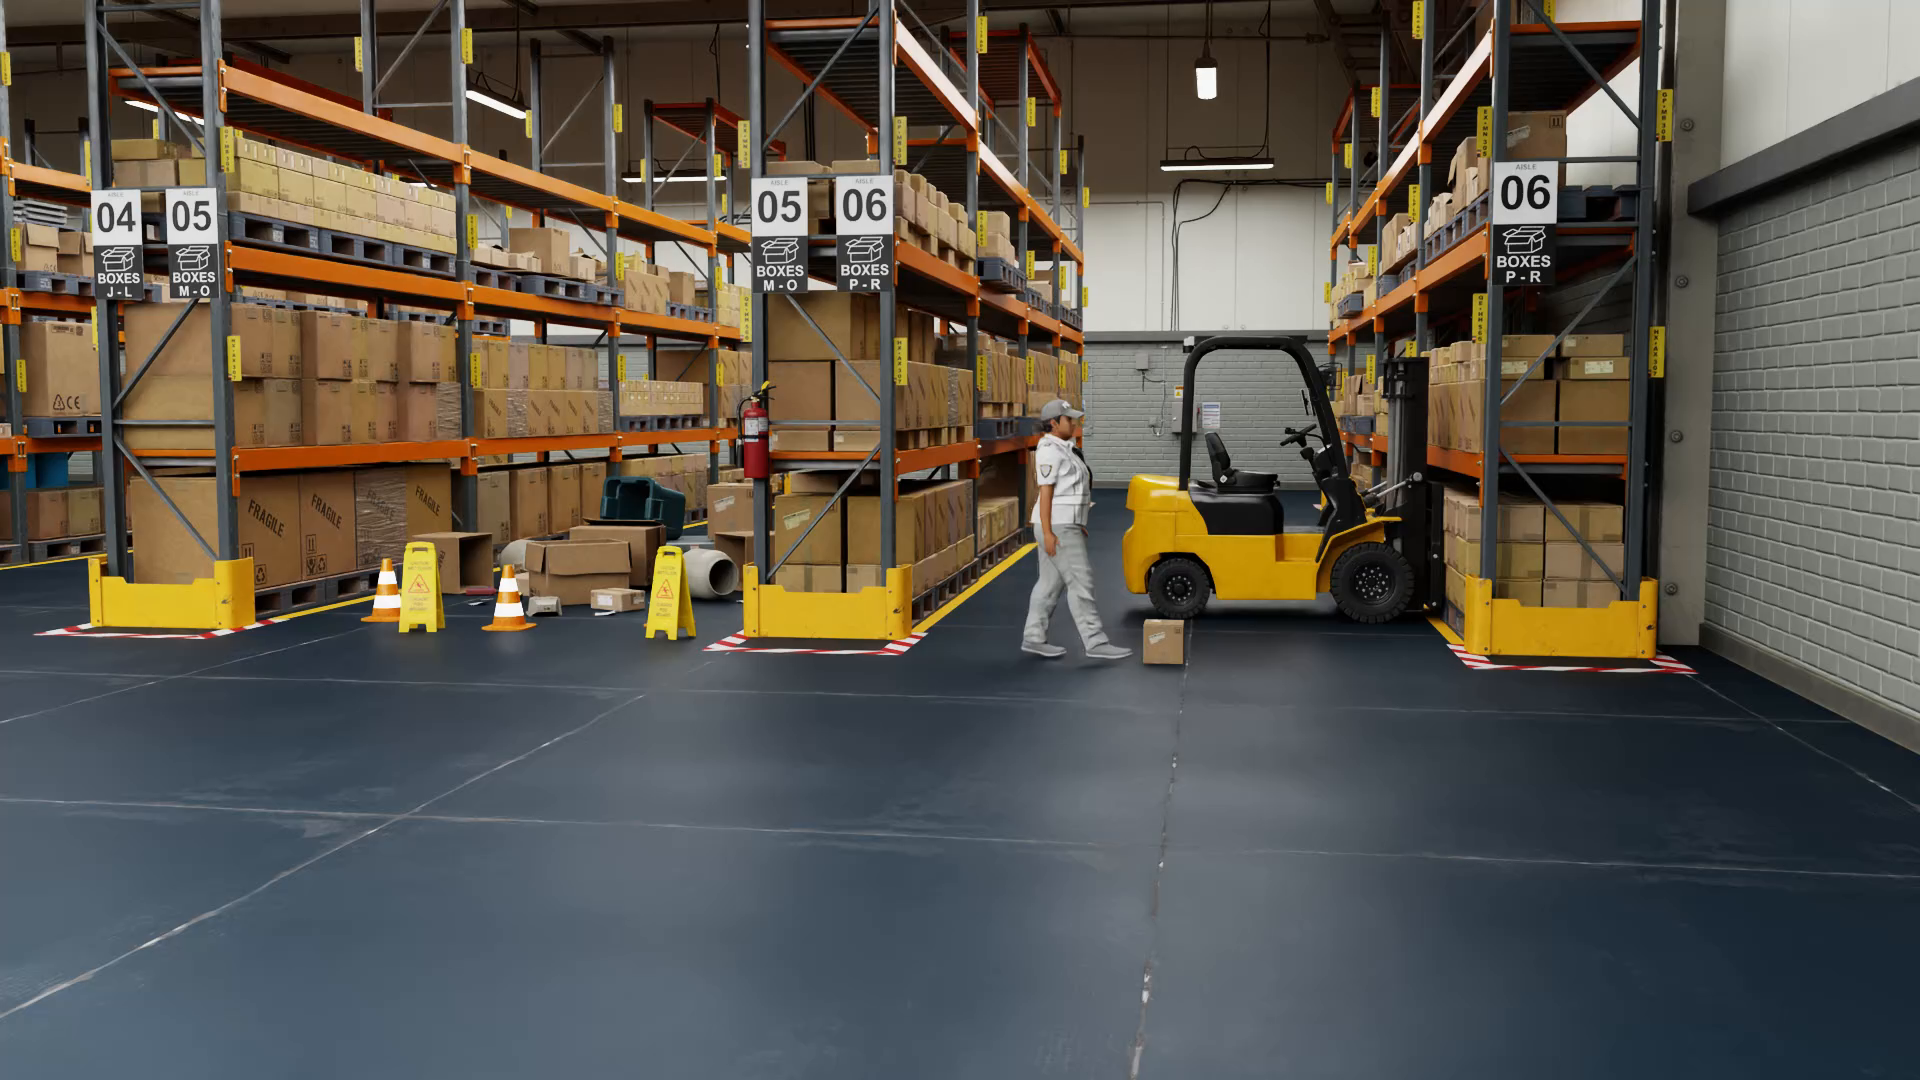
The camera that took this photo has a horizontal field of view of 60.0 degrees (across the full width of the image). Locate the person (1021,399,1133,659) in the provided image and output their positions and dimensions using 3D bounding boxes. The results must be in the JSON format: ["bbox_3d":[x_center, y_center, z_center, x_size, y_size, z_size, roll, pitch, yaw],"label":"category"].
[{"bbox_3d":[0.753,-0.068,10.626,0.728,1.656,0.490,1,5,8],"label":"person"}]
